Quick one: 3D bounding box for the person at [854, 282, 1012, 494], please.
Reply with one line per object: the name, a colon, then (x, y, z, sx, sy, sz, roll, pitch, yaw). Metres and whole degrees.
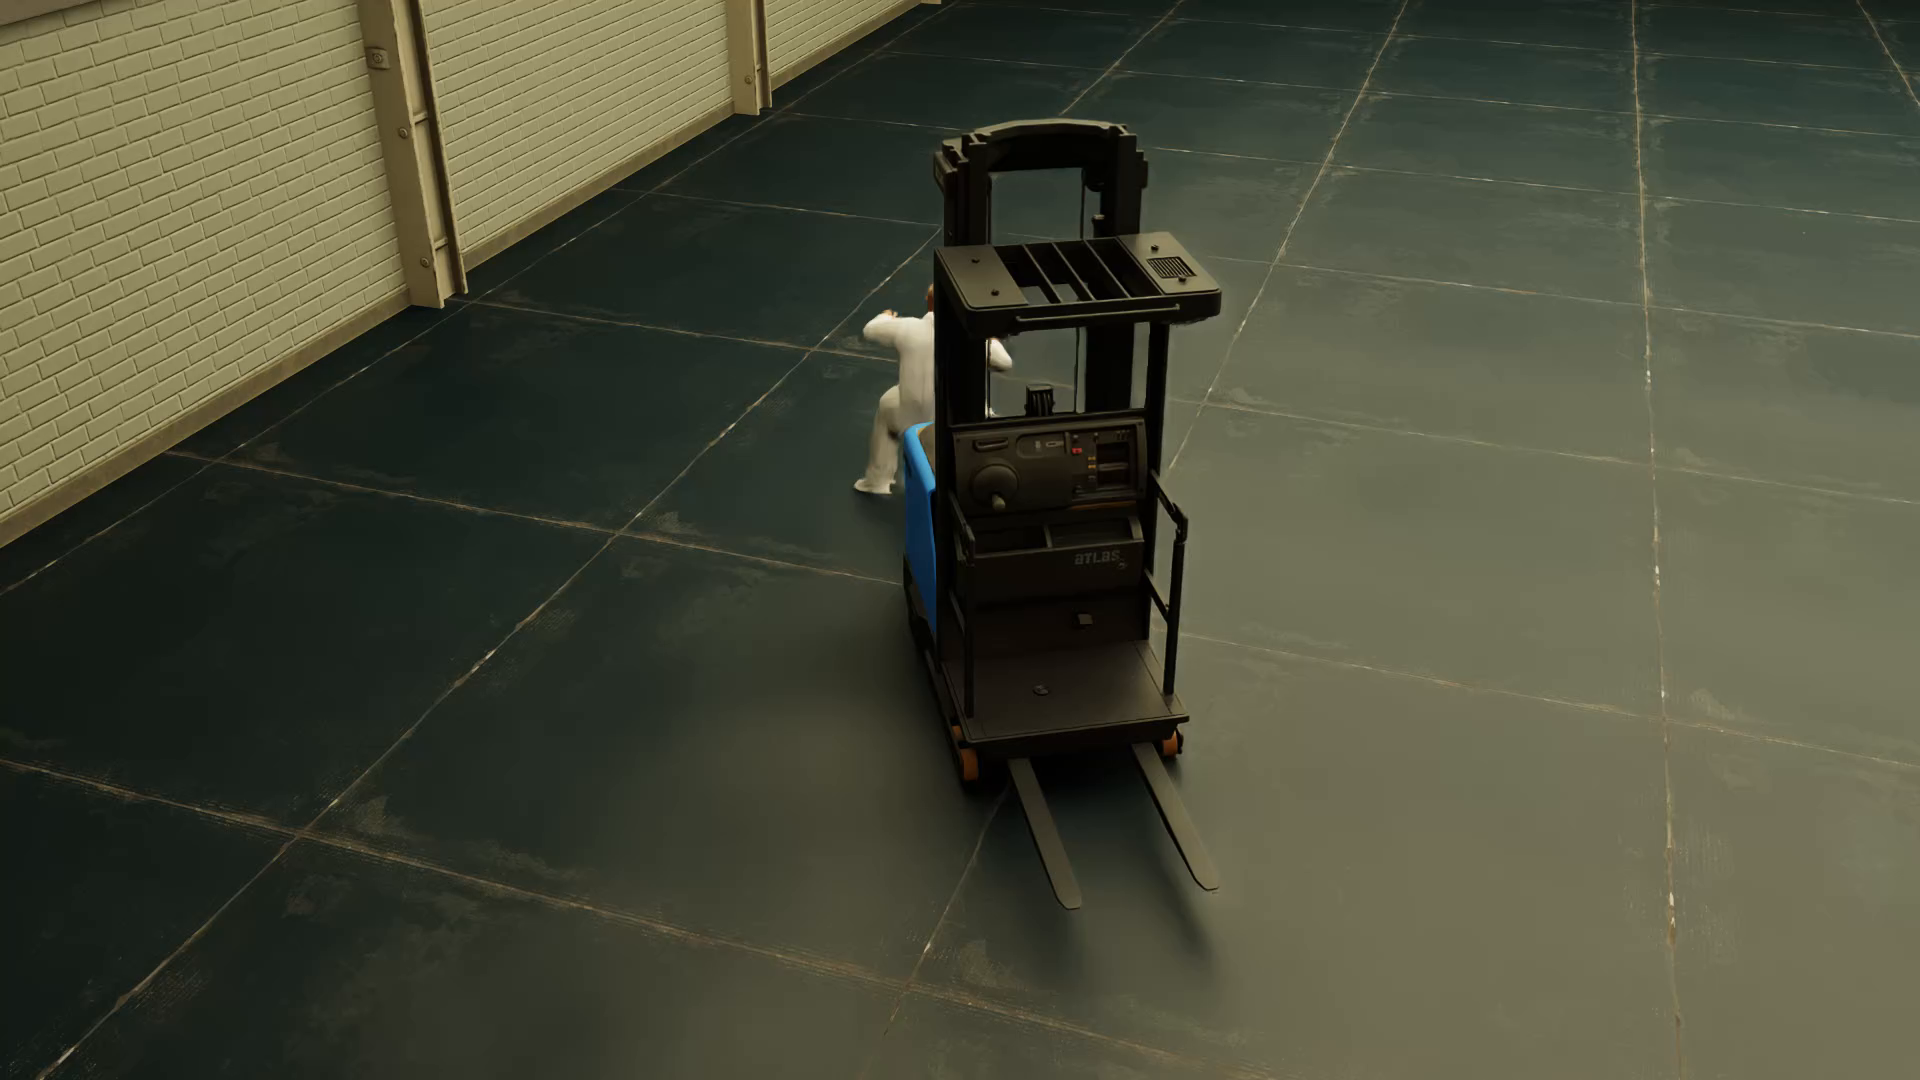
person: (-0.114, -0.901, 10.126, 1.162, 1.535, 0.740, 12, 32, 20)

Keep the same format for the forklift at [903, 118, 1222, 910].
forklift: (0.474, -0.305, 7.671, 1.130, 2.935, 3.031, -6, 30, -10)
